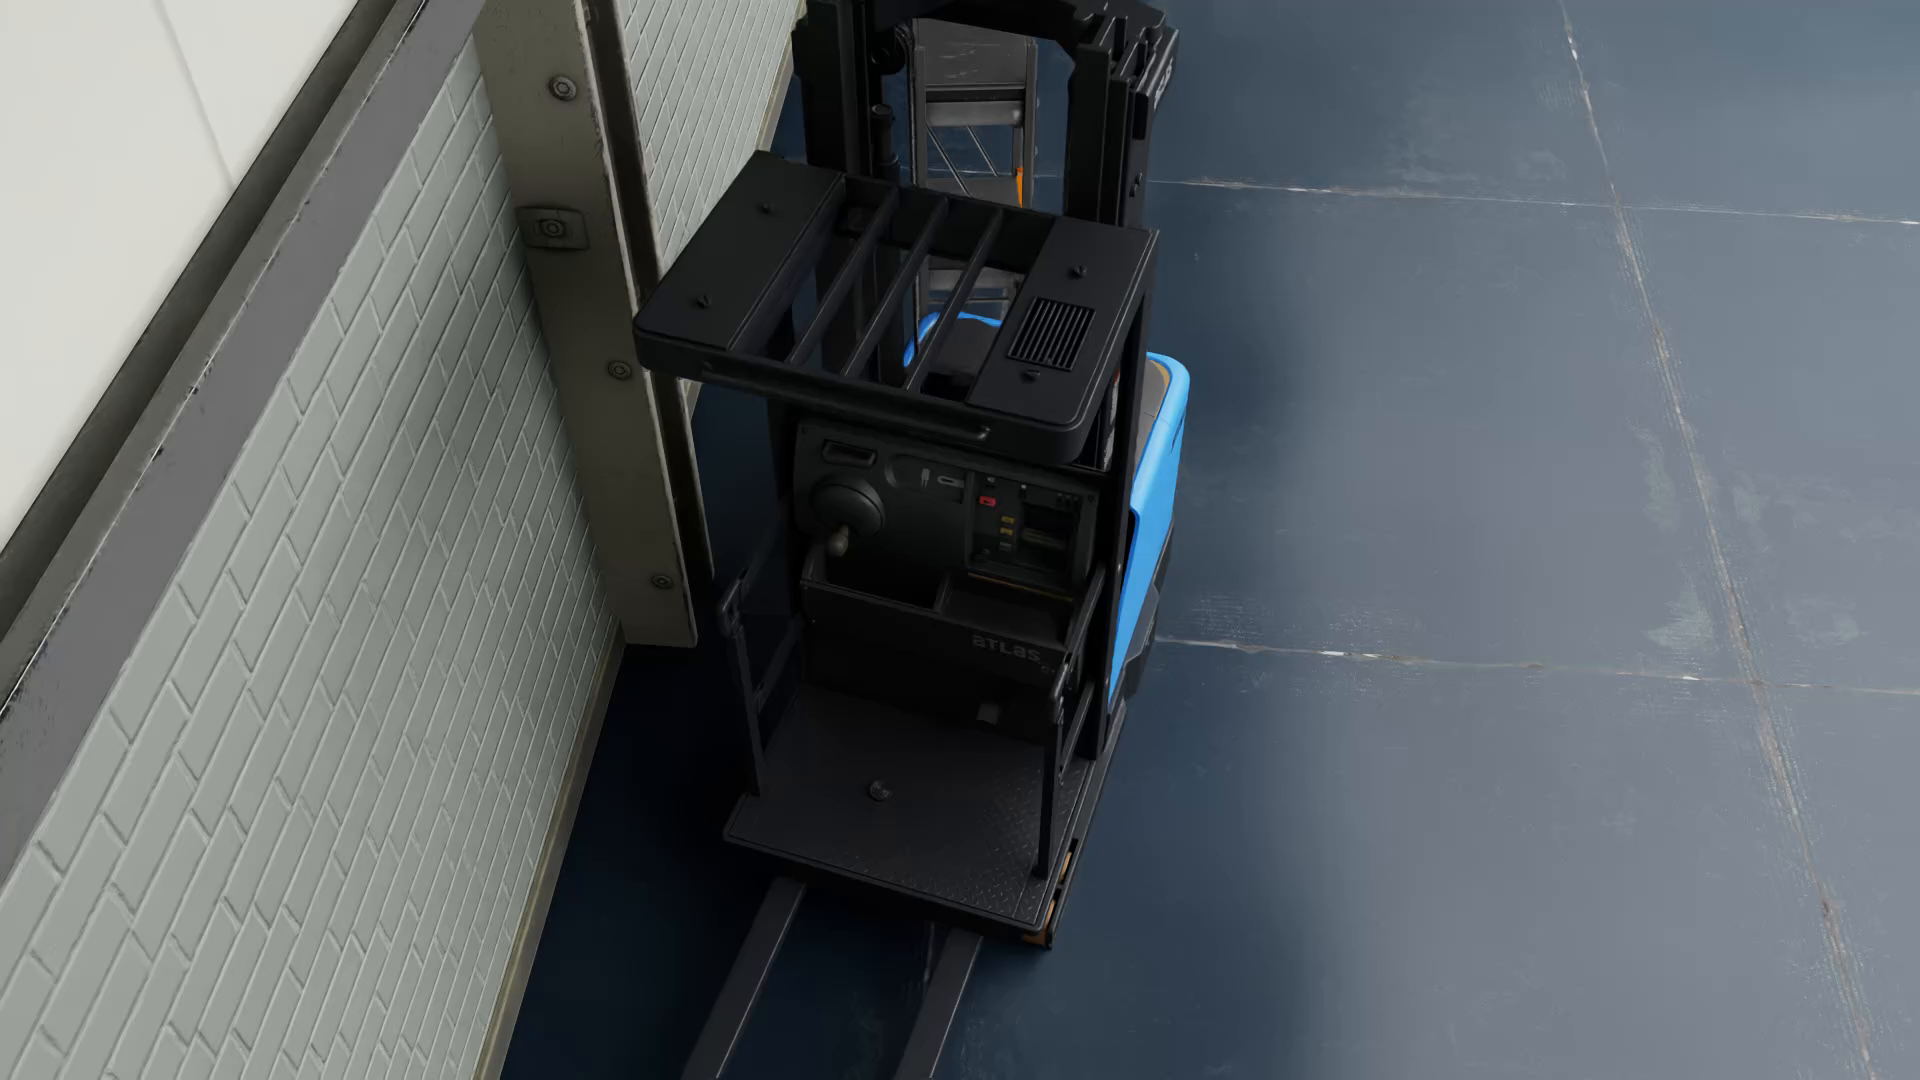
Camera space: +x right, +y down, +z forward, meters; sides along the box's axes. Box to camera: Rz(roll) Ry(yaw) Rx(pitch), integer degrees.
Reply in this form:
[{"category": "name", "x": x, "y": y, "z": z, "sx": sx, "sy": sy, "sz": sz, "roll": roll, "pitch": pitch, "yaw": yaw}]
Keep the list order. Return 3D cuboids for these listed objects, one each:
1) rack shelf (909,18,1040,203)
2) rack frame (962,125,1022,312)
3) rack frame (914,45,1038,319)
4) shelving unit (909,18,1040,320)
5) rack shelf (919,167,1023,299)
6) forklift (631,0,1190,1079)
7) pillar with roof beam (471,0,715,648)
[{"category": "rack shelf", "x": 0.042, "y": -1.533, "z": 5.825, "sx": 0.431, "sy": 0.518, "sz": 0.480, "roll": -2, "pitch": 48, "yaw": -2}, {"category": "rack frame", "x": 0.032, "y": -1.249, "z": 6.496, "sx": 0.400, "sy": 2.100, "sz": 0.015, "roll": -2, "pitch": 48, "yaw": -2}, {"category": "rack frame", "x": 0.052, "y": -0.889, "z": 6.167, "sx": 0.400, "sy": 2.100, "sz": 0.015, "roll": -2, "pitch": 48, "yaw": -2}, {"category": "shelving unit", "x": 0.042, "y": -1.069, "z": 6.331, "sx": 0.431, "sy": 2.100, "sz": 0.503, "roll": -2, "pitch": 48, "yaw": -2}, {"category": "rack shelf", "x": 0.042, "y": -1.060, "z": 6.341, "sx": 0.431, "sy": 0.518, "sz": 0.480, "roll": -2, "pitch": 48, "yaw": -2}, {"category": "forklift", "x": -0.117, "y": 0.014, "z": 4.777, "sx": 1.130, "sy": 2.935, "sz": 3.031, "roll": 14, "pitch": 49, "yaw": 12}, {"category": "pillar with roof beam", "x": 3.134, "y": -2.489, "z": 2.954, "sx": 9.100, "sy": 9.000, "sz": 0.400, "roll": 4, "pitch": 48, "yaw": 4}]
